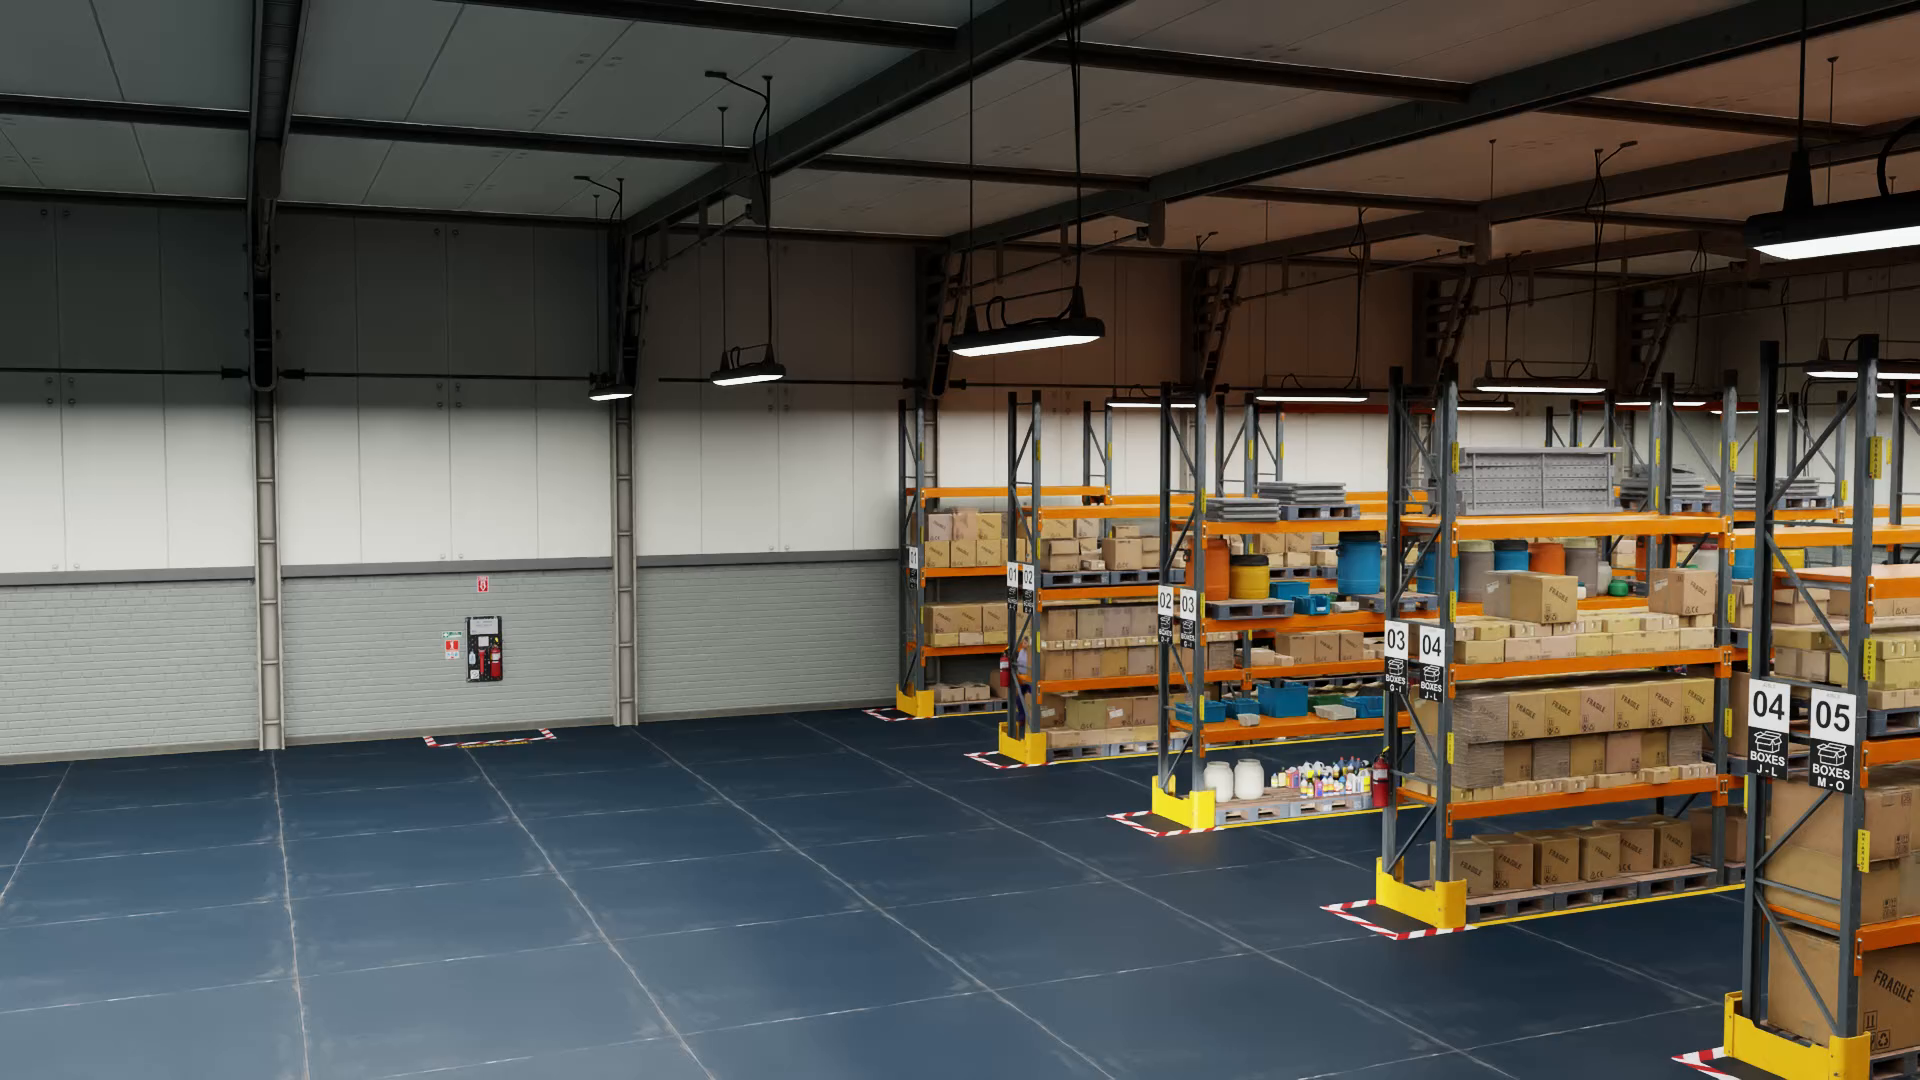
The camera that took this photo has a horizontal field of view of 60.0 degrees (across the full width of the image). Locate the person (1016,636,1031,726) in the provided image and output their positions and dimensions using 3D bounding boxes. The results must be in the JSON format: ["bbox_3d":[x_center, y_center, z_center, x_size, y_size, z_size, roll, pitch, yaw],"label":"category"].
[{"bbox_3d":[1.266,2.591,30.324,0.505,1.710,0.527,-3,5,-44],"label":"person"}]
